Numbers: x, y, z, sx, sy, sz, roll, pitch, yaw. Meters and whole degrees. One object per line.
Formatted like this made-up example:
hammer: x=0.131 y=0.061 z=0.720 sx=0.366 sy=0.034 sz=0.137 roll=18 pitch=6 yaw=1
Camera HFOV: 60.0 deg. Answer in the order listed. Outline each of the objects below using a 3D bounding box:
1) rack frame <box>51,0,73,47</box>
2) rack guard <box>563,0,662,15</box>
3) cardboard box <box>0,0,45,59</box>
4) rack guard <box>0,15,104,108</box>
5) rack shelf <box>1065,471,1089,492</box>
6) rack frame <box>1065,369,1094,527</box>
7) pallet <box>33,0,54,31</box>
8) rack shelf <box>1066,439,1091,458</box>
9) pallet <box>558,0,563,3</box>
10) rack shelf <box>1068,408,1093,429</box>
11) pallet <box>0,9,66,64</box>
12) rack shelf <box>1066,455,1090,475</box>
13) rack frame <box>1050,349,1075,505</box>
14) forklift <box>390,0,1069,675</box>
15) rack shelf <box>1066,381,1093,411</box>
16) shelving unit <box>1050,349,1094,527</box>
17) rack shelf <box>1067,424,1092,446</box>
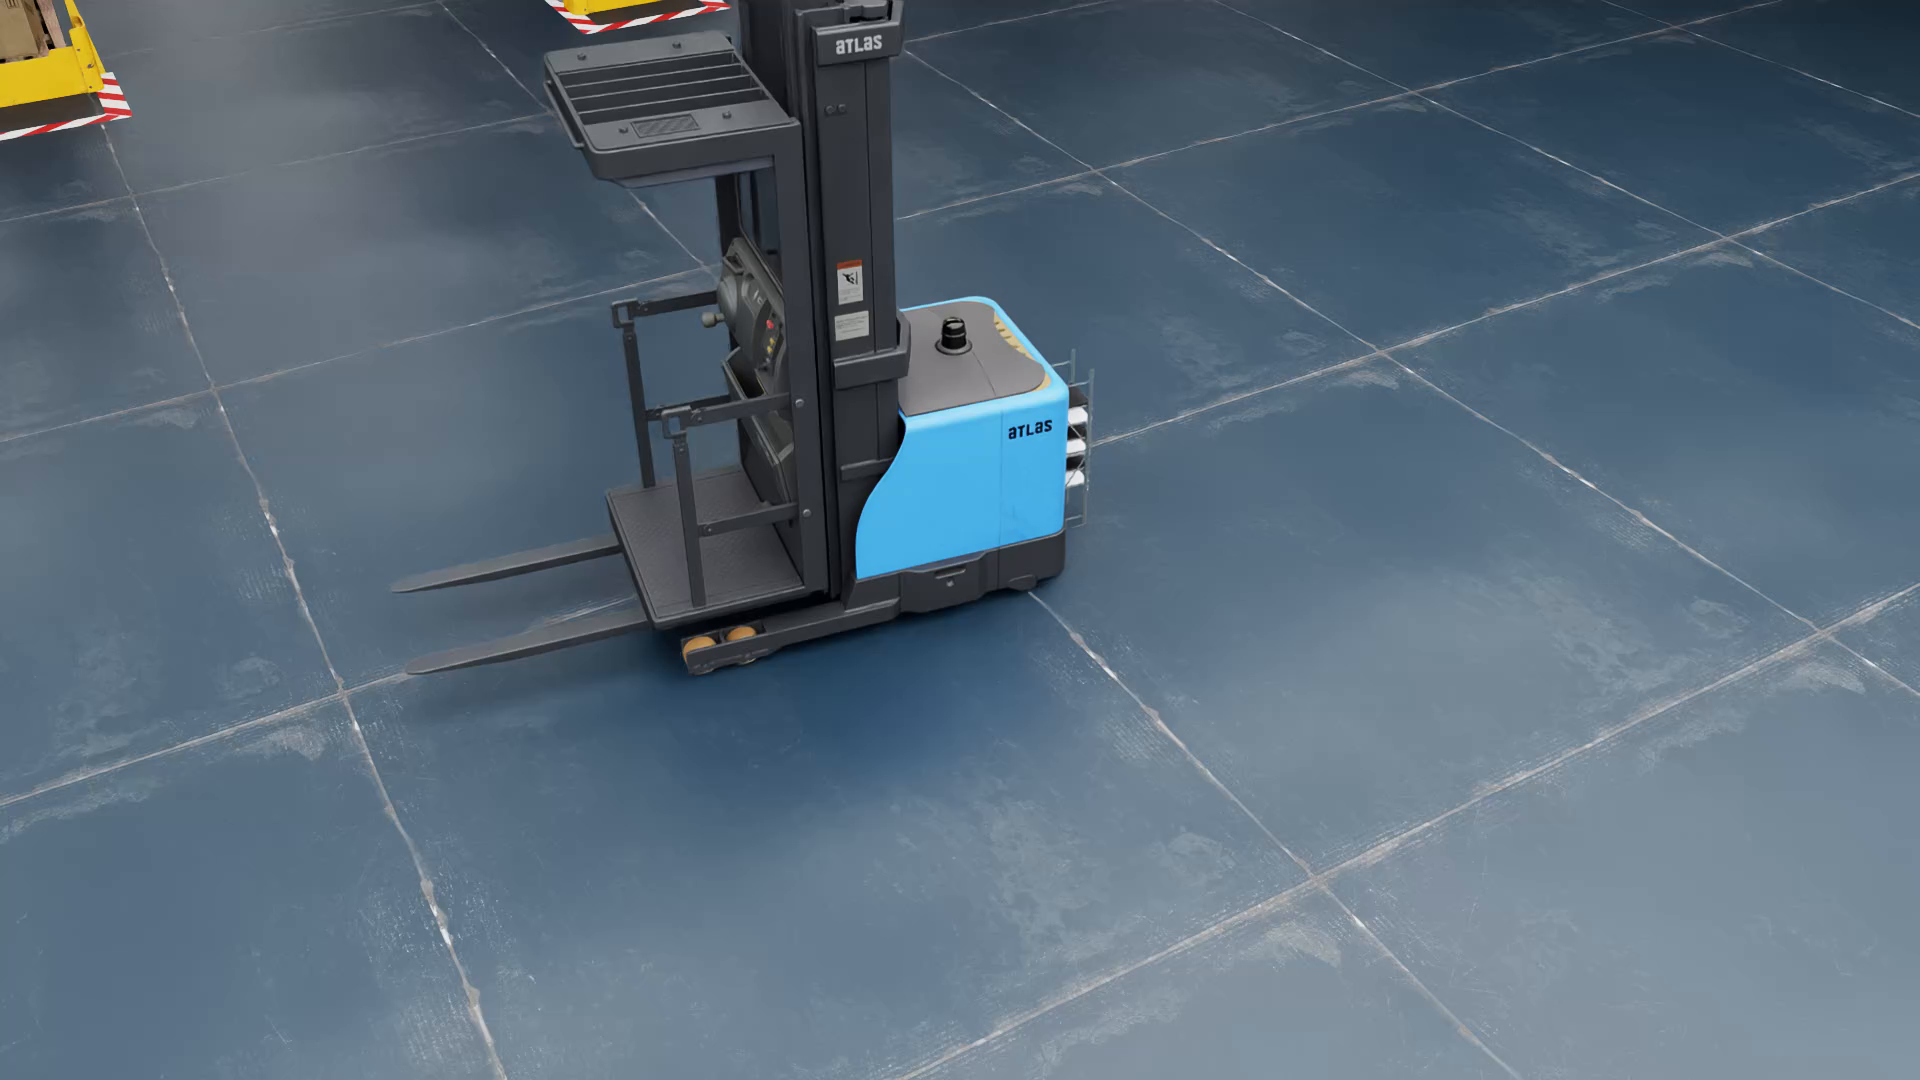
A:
rack frame: x=-7.291 y=-4.635 z=12.053 sx=1.000 sy=3.000 sz=0.127 roll=-19 pitch=40 yaw=-24
rack guard: x=-2.939 y=-5.031 z=14.715 sx=1.175 sy=0.500 sz=0.348 roll=-19 pitch=40 yaw=-24
cardboard box: x=-7.590 y=-4.118 z=13.109 sx=0.500 sy=0.500 sz=0.500 roll=-12 pitch=38 yaw=-16
rack guard: x=-7.329 y=-3.664 z=12.843 sx=1.175 sy=0.500 sz=0.348 roll=-19 pitch=40 yaw=-24
rack shelf: x=0.480 y=-0.296 z=8.254 sx=0.258 sy=0.077 sz=0.200 roll=-14 pitch=38 yaw=-18
rack frame: x=0.519 y=-0.413 z=8.052 sx=0.240 sy=0.900 sz=0.006 roll=-14 pitch=38 yaw=-18
pallet: x=-8.315 y=-4.594 z=14.361 sx=1.003 sy=0.211 sz=1.213 roll=-19 pitch=40 yaw=-24
rack shelf: x=0.480 y=-0.441 z=8.147 sx=0.258 sy=0.077 sz=0.200 roll=-14 pitch=38 yaw=-18
pallet: x=-3.421 y=-5.311 z=15.343 sx=1.003 sy=0.211 sz=1.213 roll=-19 pitch=40 yaw=-24
rack shelf: x=0.480 y=-0.586 z=8.041 sx=0.258 sy=0.077 sz=0.200 roll=-14 pitch=38 yaw=-18
pallet: x=-7.706 y=-3.972 z=13.510 sx=1.003 sy=0.211 sz=1.213 roll=-19 pitch=40 yaw=-24
rack shelf: x=0.480 y=-0.368 z=8.200 sx=0.258 sy=0.077 sz=0.200 roll=-14 pitch=38 yaw=-18
rack frame: x=0.441 y=-0.523 z=8.204 sx=0.240 sy=0.900 sz=0.006 roll=-14 pitch=38 yaw=-18
forklift: x=-1.070 y=-0.939 z=7.051 sx=3.031 sy=2.935 sz=1.130 roll=-13 pitch=38 yaw=-17
rack shelf: x=0.480 y=-0.659 z=7.988 sx=0.258 sy=0.077 sz=0.200 roll=-14 pitch=38 yaw=-18
shelving unit: x=0.480 y=-0.468 z=8.128 sx=0.258 sy=0.900 sz=0.210 roll=-14 pitch=38 yaw=-18
rack shelf: x=0.480 y=-0.514 z=8.094 sx=0.258 sy=0.077 sz=0.200 roll=-14 pitch=38 yaw=-18
